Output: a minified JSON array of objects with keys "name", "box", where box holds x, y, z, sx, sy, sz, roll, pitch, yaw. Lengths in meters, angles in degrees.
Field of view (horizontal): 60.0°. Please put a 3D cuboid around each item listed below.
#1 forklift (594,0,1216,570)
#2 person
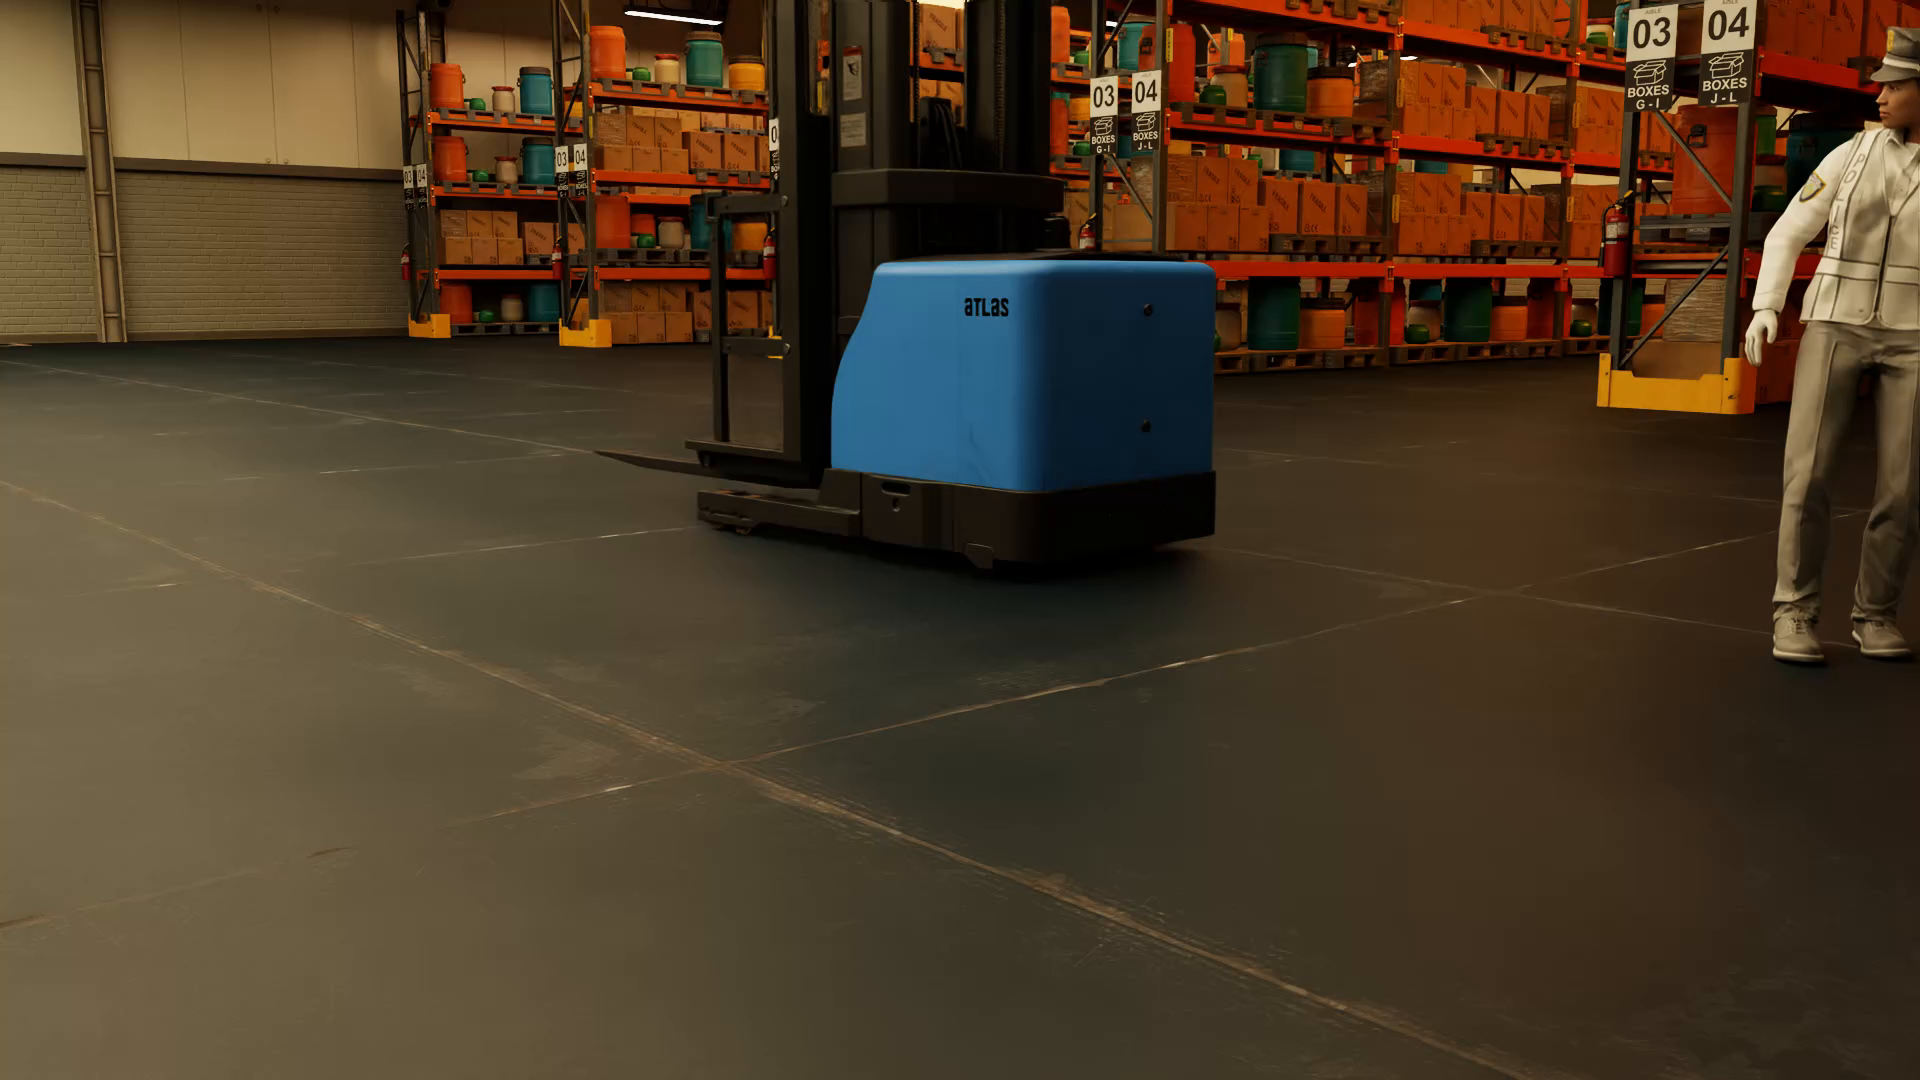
[{"name":"forklift","box":[-0.429,-1.515,6.747,1.130,2.935,3.031,-8,12,-43]},{"name":"person","box":[2.449,-0.501,4.385,0.693,1.653,0.468,5,10,29]}]
